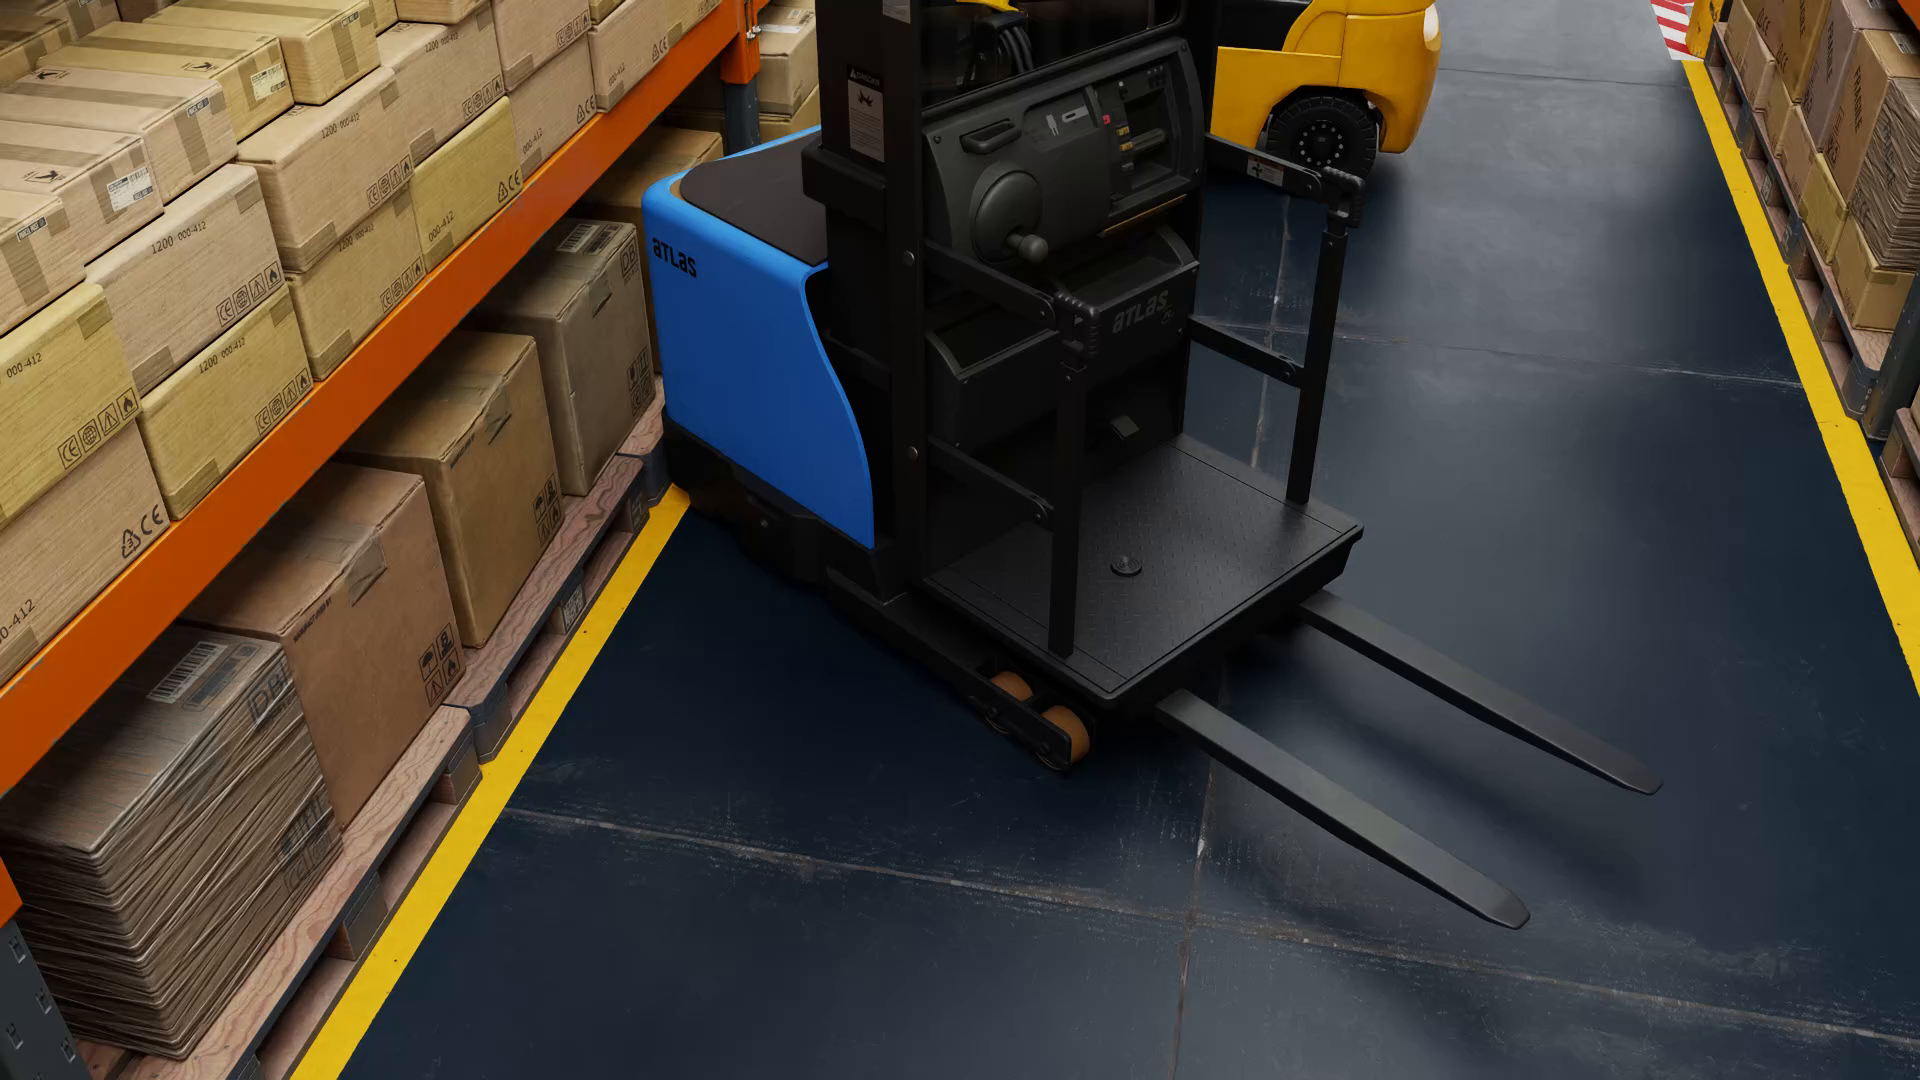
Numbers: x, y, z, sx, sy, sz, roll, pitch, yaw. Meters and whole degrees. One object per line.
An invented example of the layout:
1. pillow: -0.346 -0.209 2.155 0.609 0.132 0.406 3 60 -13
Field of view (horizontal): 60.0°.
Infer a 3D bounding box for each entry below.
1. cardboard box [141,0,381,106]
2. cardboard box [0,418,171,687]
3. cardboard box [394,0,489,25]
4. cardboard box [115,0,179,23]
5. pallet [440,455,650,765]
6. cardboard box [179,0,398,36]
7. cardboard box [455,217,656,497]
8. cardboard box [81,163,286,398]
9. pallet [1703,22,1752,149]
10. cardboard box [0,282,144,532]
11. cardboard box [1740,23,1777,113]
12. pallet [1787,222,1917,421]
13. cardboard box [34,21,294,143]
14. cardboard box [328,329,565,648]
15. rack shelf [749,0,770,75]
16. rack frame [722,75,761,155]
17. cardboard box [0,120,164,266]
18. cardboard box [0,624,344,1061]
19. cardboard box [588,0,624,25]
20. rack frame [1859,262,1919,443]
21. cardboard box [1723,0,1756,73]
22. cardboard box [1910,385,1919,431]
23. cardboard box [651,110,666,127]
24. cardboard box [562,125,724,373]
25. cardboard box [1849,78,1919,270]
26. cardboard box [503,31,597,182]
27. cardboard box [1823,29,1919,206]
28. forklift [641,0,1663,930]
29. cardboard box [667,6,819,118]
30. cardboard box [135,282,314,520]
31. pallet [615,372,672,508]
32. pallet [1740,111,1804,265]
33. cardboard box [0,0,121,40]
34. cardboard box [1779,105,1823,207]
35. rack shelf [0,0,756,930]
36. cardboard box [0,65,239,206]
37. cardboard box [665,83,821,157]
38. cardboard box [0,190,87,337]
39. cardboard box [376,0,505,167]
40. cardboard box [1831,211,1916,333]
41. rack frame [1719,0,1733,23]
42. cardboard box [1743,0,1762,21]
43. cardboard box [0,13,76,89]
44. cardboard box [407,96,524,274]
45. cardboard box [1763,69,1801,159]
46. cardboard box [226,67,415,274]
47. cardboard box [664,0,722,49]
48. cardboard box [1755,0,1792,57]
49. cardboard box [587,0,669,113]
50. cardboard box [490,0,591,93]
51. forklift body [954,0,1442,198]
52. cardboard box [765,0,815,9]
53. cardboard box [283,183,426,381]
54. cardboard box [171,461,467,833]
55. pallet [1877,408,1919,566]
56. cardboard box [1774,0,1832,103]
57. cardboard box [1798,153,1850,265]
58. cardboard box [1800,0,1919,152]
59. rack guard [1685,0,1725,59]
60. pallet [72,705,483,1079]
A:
1. cardboard box: -1.463 -1.044 3.497 0.380 0.149 0.250 8 37 11
2. cardboard box: -1.750 -0.017 2.845 0.500 0.250 0.500 7 37 10
3. cardboard box: -1.310 -1.329 3.889 0.380 0.149 0.250 6 36 9
4. cardboard box: -1.903 -1.252 3.783 0.380 0.149 0.250 8 37 11
5. pallet: -1.607 0.111 4.917 1.003 0.211 1.213 7 37 10
6. cardboard box: -1.501 -1.205 3.719 0.380 0.149 0.250 7 37 10
7. cardboard box: -1.503 -0.611 5.203 0.875 0.625 0.625 7 37 9
8. cardboard box: -1.642 -0.506 3.094 0.500 0.250 0.500 8 37 11
9. pallet: 4.251 -2.186 8.087 1.003 0.211 1.213 7 37 10
10. cardboard box: -1.726 -0.216 2.694 0.500 0.250 0.500 7 37 10
11. cardboard box: 3.916 -2.158 7.656 0.500 0.250 0.500 9 37 12
12. pallet: 3.729 -0.787 6.157 1.003 0.211 1.213 7 37 10
13. cardboard box: -1.574 -0.906 3.306 0.380 0.149 0.250 8 37 10
14. cardboard box: -1.662 -0.180 4.608 0.875 0.625 0.625 6 36 8
15. rack shelf: -0.802 -3.002 7.450 1.077 0.370 4.000 7 37 10
16. rack frame: -1.229 -2.147 5.656 1.000 3.000 0.127 7 37 10
17. cardboard box: -1.642 -0.607 2.893 0.380 0.149 0.250 8 37 11
18. cardboard box: -1.937 0.582 3.557 0.875 0.625 0.625 8 37 11
19. cardboard box: -1.187 -1.679 4.713 0.500 0.250 0.500 6 36 9
20. rack frame: 3.621 -1.527 4.801 1.000 3.000 0.127 7 37 10
21. cardboard box: 4.032 -2.449 8.058 0.500 0.250 0.500 7 37 10
22. cardboard box: 3.511 -0.332 5.034 0.950 0.372 0.625 8 37 11
23. cardboard box: -1.326 -1.711 6.614 0.500 0.250 0.500 7 36 9
24. cardboard box: -1.330 -1.055 5.815 0.875 0.625 0.625 9 37 12
25. cardboard box: 3.485 -1.260 5.779 0.500 0.500 0.500 7 36 9
26. cardboard box: -1.319 -1.195 4.470 0.500 0.250 0.500 8 37 10
27. cardboard box: 3.592 -1.552 6.182 0.500 0.500 0.500 8 37 11
28. forklift: 0.430 -0.922 4.024 1.130 2.935 3.031 -29 45 -34
29. cardboard box: -0.820 -1.847 6.375 0.500 0.250 0.500 7 36 9
30. cardboard box: -1.638 -0.305 3.242 0.500 0.250 0.500 7 36 9
31. pallet: -1.349 -0.591 5.885 1.003 0.211 1.213 7 37 10
32. pallet: 3.988 -1.489 7.125 1.003 0.211 1.213 7 37 10
33. cardboard box: -2.063 -1.117 3.597 0.380 0.149 0.250 7 36 9
34. cardboard box: 3.701 -1.554 6.823 0.500 0.250 0.500 8 37 11
35. rack shelf: -1.657 -0.709 4.286 1.077 0.370 4.000 7 37 10
36. cardboard box: -1.599 -0.758 3.102 0.380 0.149 0.250 8 37 10
37. cardboard box: -0.825 -1.645 6.523 0.500 0.250 0.500 7 37 10
38. cardboard box: -1.672 -0.456 2.685 0.380 0.149 0.250 8 37 11
39. cardboard box: -1.428 -1.100 3.914 0.500 0.250 0.500 8 37 11
40. cardboard box: 3.484 -0.956 5.999 0.500 0.250 0.500 9 37 12
41. rack frame: 4.475 -3.820 7.965 1.000 3.000 0.127 7 37 10
42. cardboard box: 4.028 -2.739 7.819 0.500 0.500 0.500 6 36 8
43. cardboard box: -2.034 -0.963 3.385 0.380 0.149 0.250 7 37 10
44. cardboard box: -1.422 -0.898 4.061 0.500 0.250 0.500 8 37 11
45. cardboard box: 3.812 -1.843 7.222 0.500 0.250 0.500 10 37 13
46. cardboard box: -1.513 -0.804 3.505 0.500 0.250 0.500 6 36 9
47. cardboard box: -1.081 -1.765 5.257 0.500 0.250 0.500 8 37 11
48. cardboard box: 3.921 -2.439 7.405 0.500 0.500 0.500 6 36 8
49. cardboard box: -1.183 -1.476 4.858 0.500 0.250 0.500 7 37 10
50. cardboard box: -1.302 -1.387 4.310 0.500 0.250 0.500 8 37 11
51. forklift body: 1.002 -2.781 7.254 2.313 2.155 1.214 7 37 10
52. cardboard box: -0.700 -2.139 6.778 0.500 0.250 0.500 7 37 10
53. cardboard box: -1.535 -0.601 3.651 0.500 0.250 0.500 6 36 8
54. cardboard box: -1.805 0.206 4.075 0.875 0.625 0.625 8 37 11
55. pallet: 3.456 0.049 5.003 1.003 0.211 1.213 7 37 10
56. cardboard box: 3.805 -2.152 7.010 0.500 0.500 0.500 8 37 11
57. cardboard box: 3.588 -1.263 6.422 0.500 0.250 0.500 6 36 9
58. cardboard box: 3.700 -1.845 6.585 0.500 0.500 0.500 9 37 12
59. rack guard: 4.459 -2.765 8.638 1.175 0.500 0.348 7 37 10
60. pallet: -1.870 0.808 3.955 1.003 0.211 1.213 7 37 10
